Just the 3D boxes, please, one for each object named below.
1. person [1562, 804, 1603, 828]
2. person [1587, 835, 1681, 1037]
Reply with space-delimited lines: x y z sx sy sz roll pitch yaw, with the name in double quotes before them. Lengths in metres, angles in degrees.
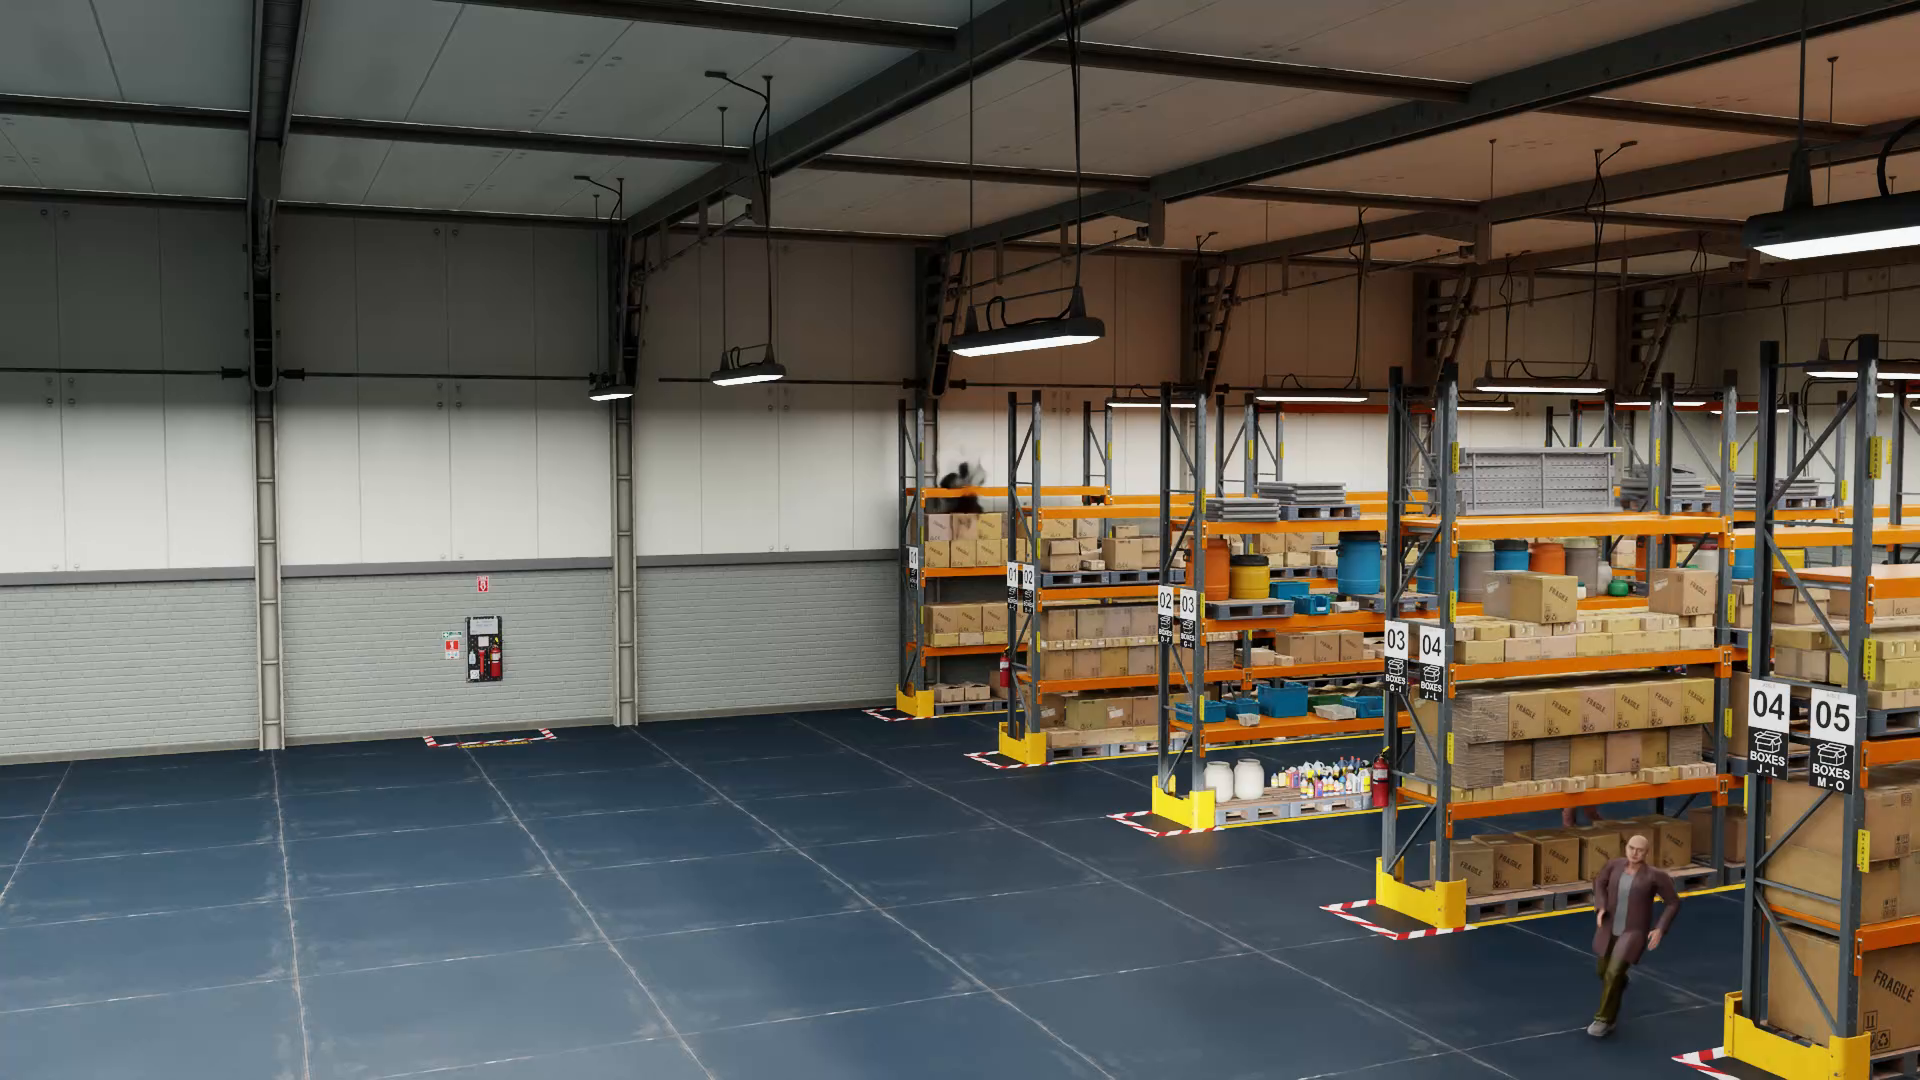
"person" 7.899 3.040 20.881 0.748 1.577 0.555 -1 4 -24
"person" 5.899 3.442 14.581 0.866 1.749 0.764 -3 5 -42
